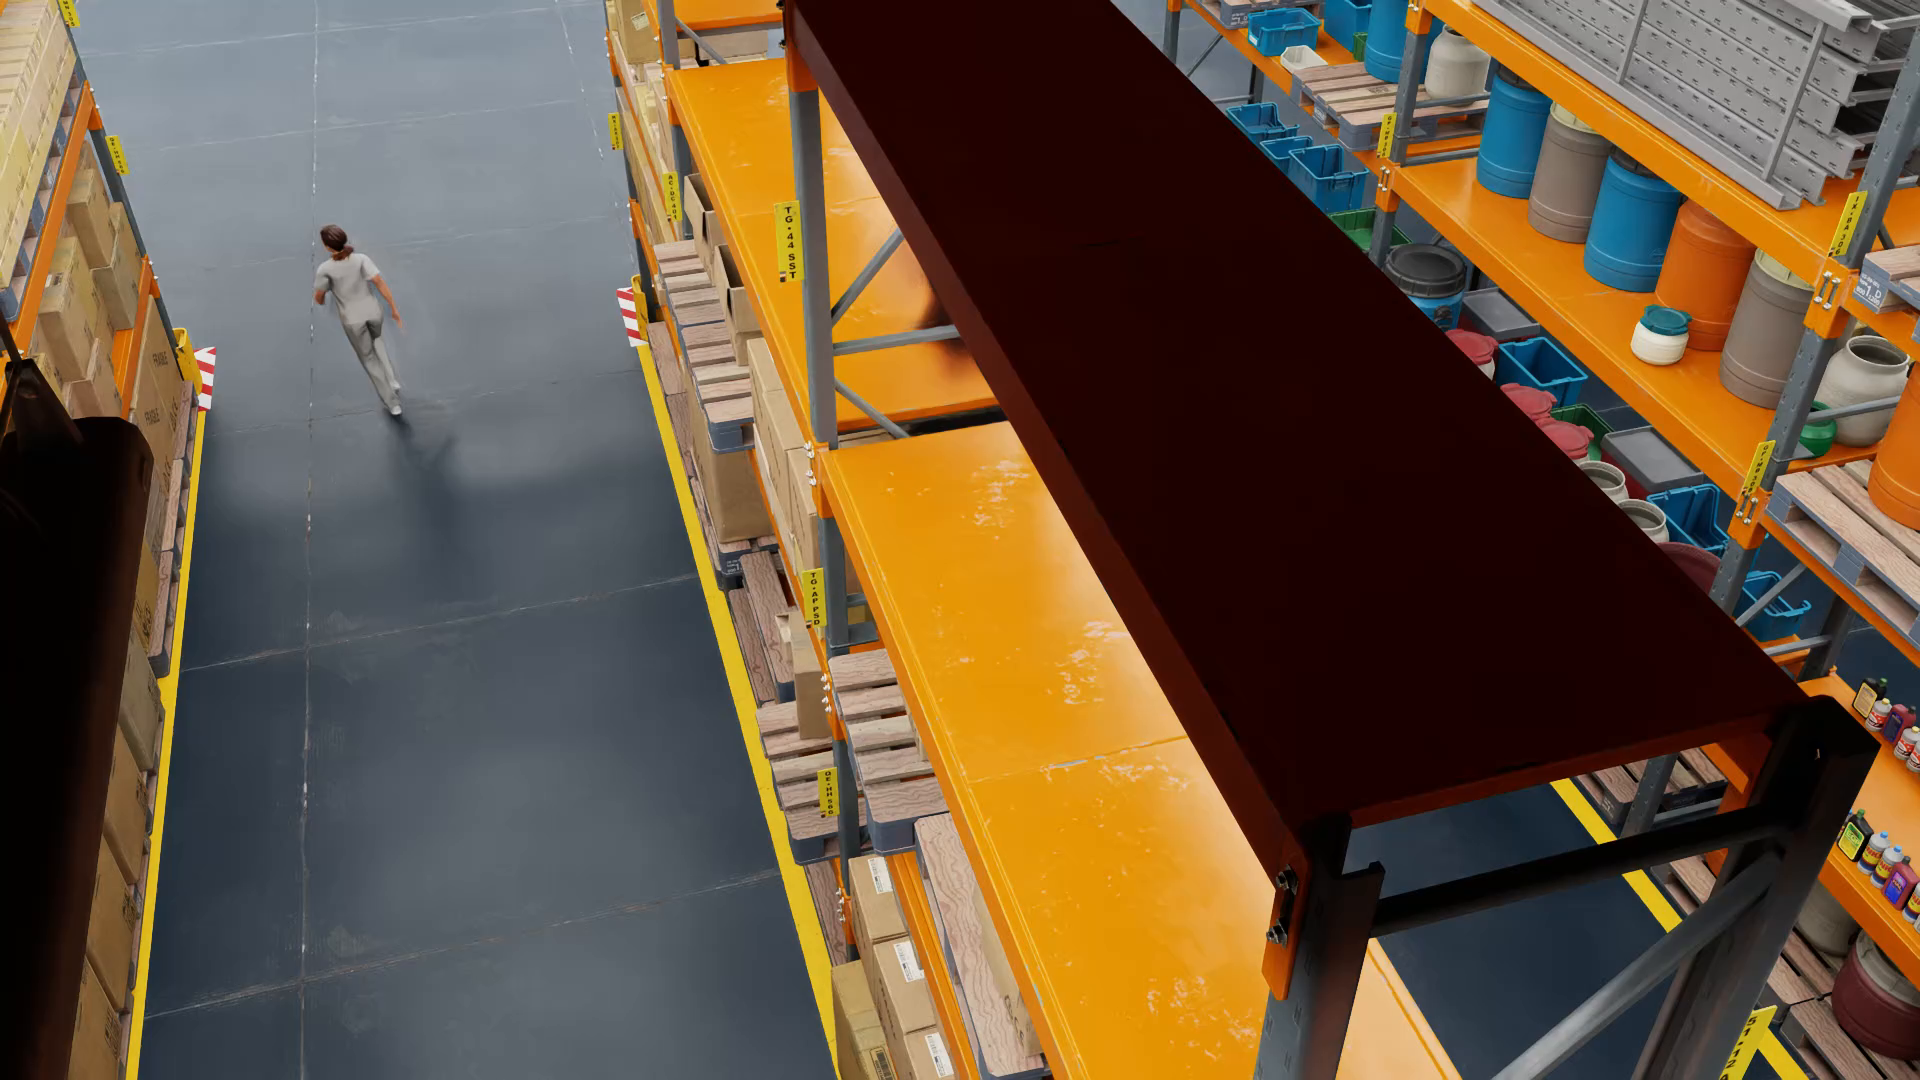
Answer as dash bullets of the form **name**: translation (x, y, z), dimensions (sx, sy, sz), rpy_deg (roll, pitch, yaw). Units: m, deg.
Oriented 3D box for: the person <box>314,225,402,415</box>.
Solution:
- **person**: translation (-5.022, -1.863, 13.852), dimensions (0.546, 1.617, 0.755), rpy_deg (-24, 44, -28)
